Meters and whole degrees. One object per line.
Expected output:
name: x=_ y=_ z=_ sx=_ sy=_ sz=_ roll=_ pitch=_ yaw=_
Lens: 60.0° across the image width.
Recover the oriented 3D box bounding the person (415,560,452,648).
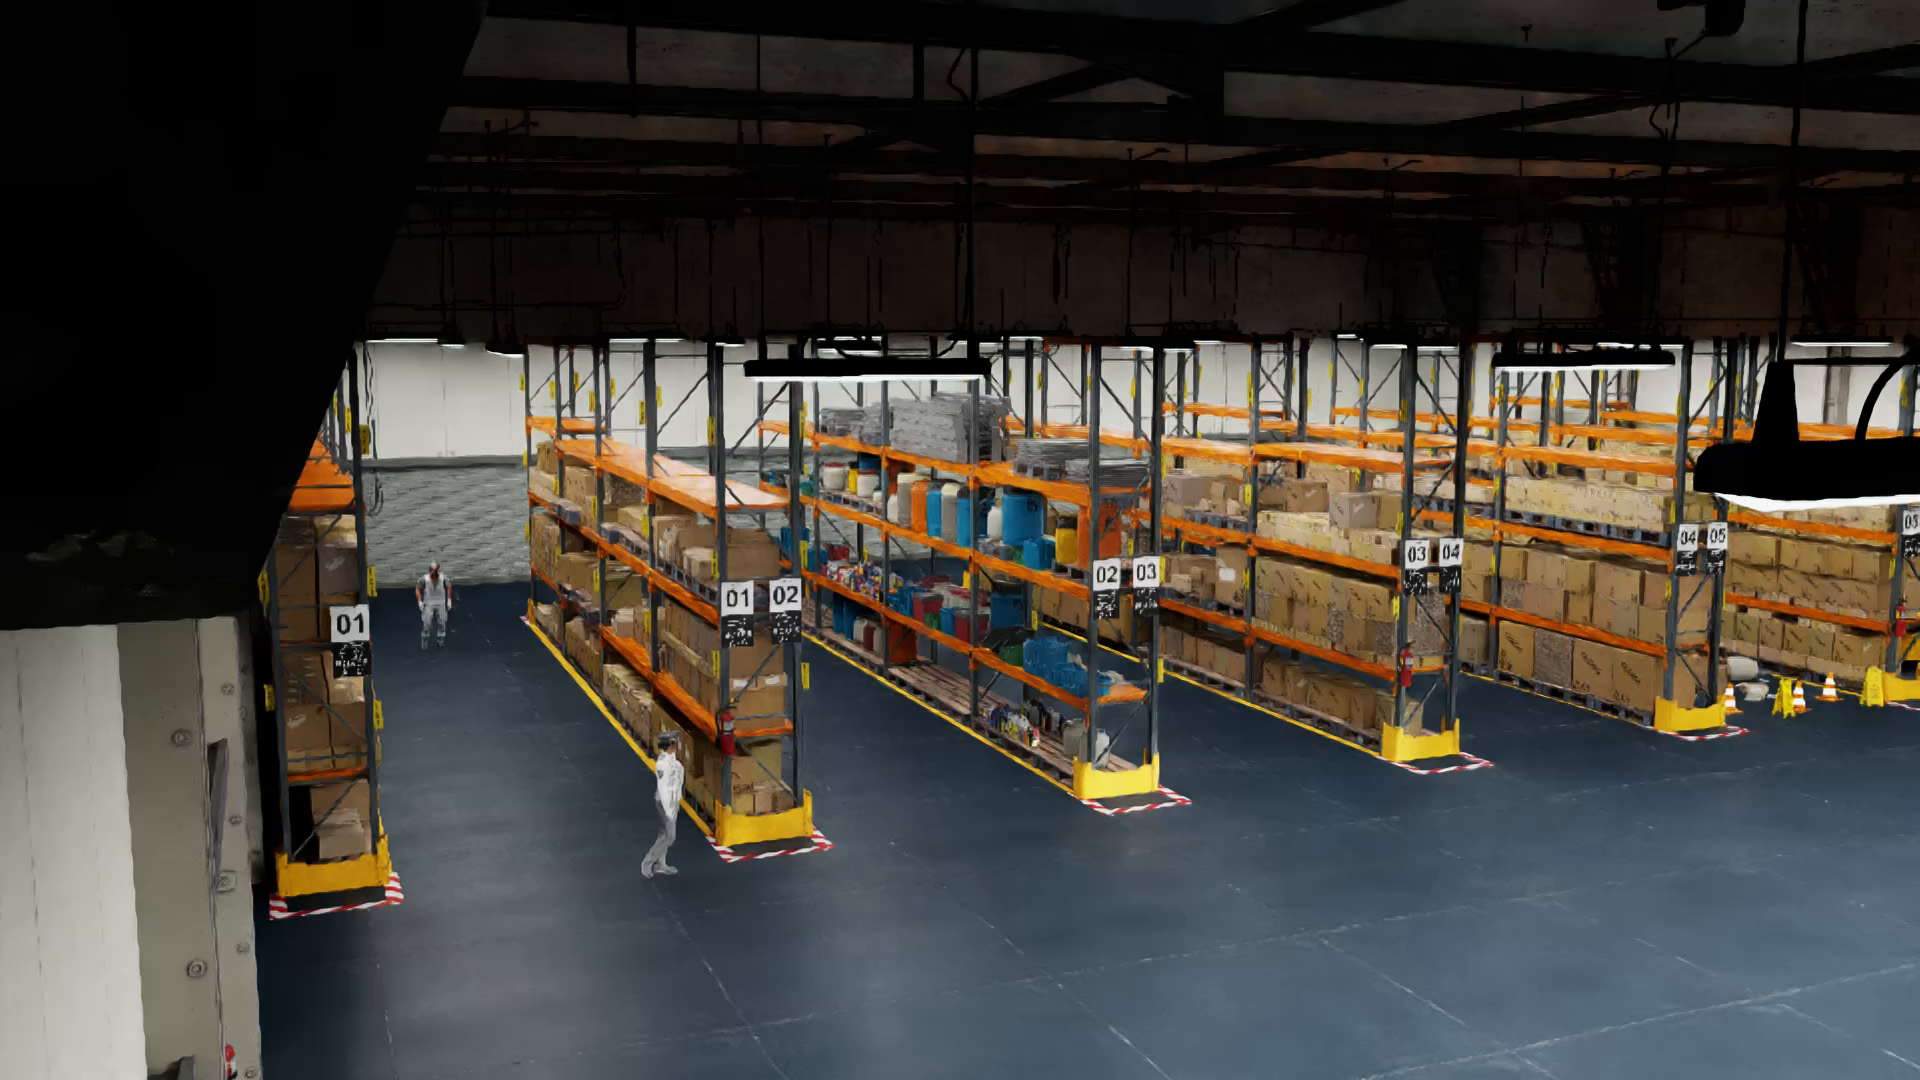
person: x=-10.088 y=1.239 z=31.911 sx=0.677 sy=1.742 sz=0.552 roll=-3 pitch=8 yaw=-24

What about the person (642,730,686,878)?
person: x=-3.379 y=2.998 z=18.898 sx=0.454 sy=1.657 sz=0.642 roll=1 pitch=8 yaw=6

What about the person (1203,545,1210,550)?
person: x=6.749 y=-0.559 z=45.922 sx=0.519 sy=1.606 sz=0.464 roll=5 pitch=9 yaw=34
